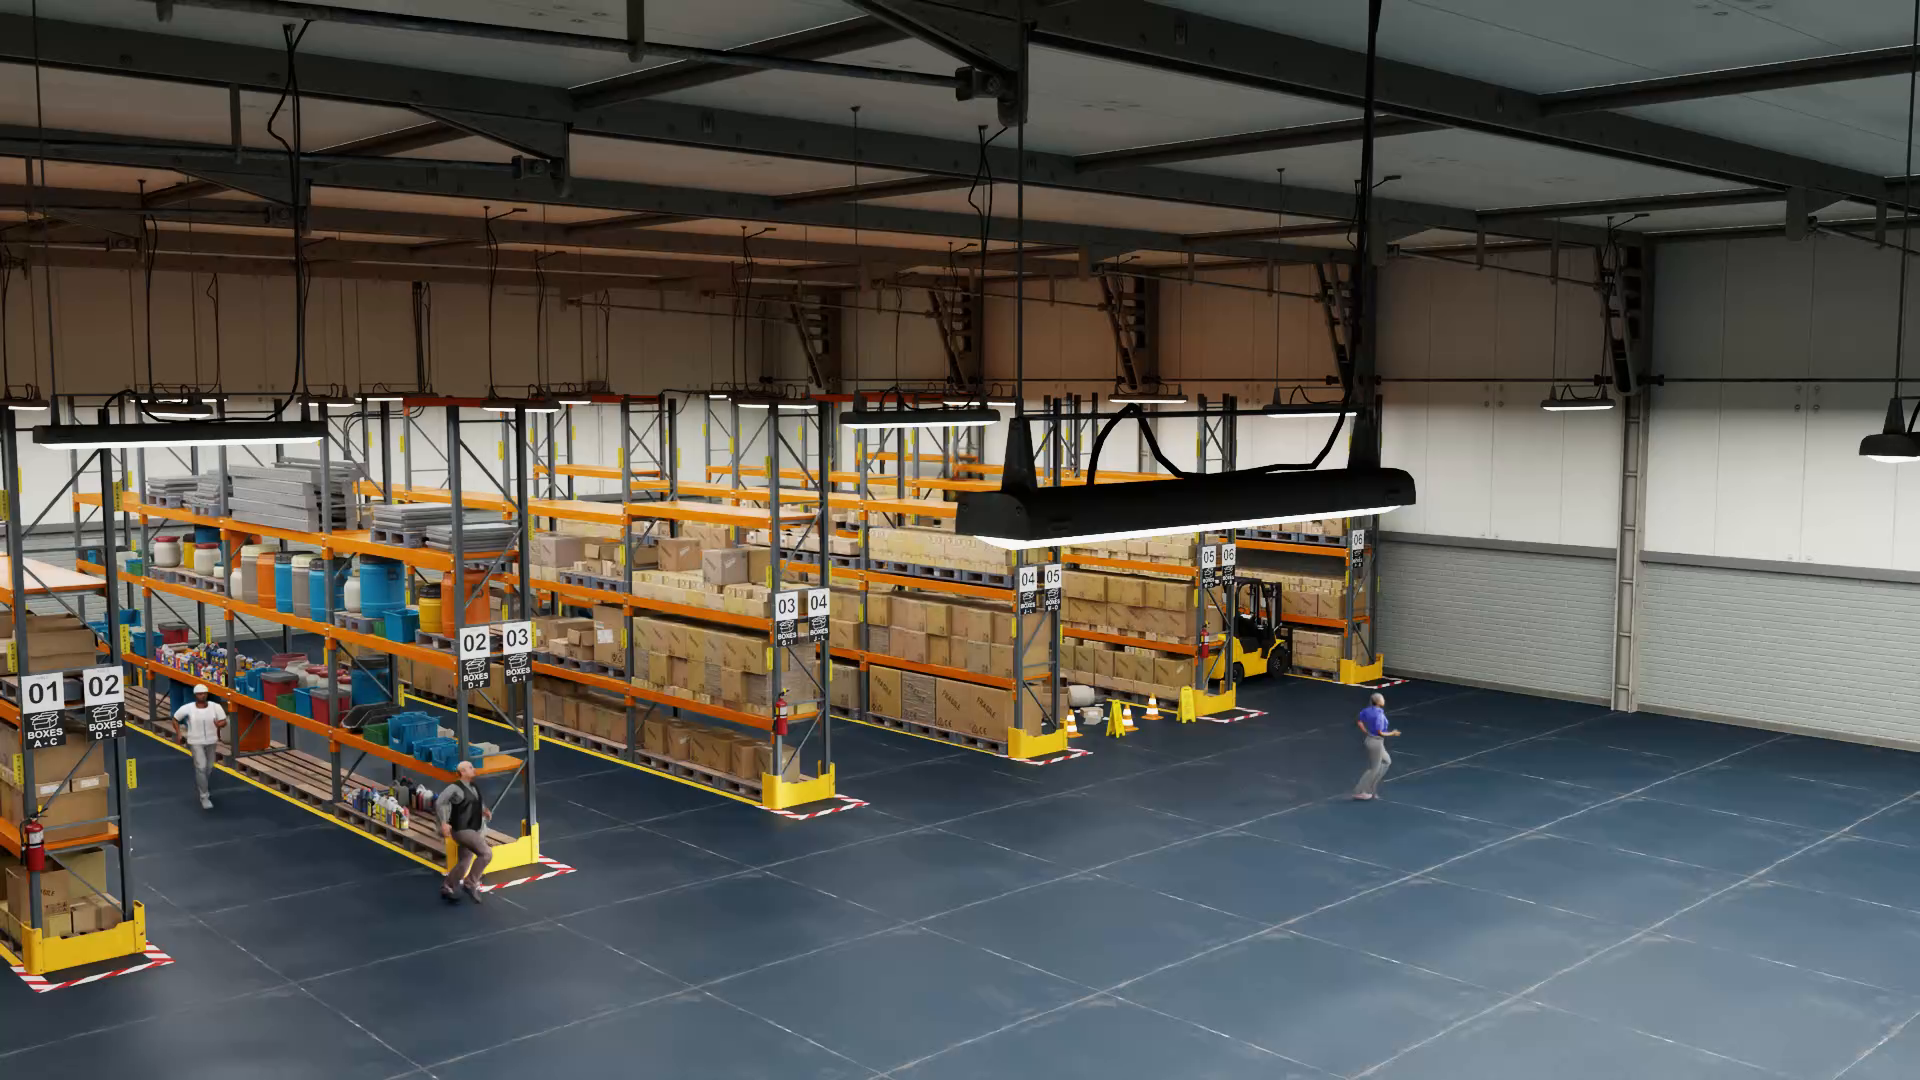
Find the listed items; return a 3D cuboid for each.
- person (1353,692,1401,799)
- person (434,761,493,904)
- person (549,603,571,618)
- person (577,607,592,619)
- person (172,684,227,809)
[{"bbox_3d":[6.261,3.105,24.998,0.681,1.662,0.548,0,6,-4],"label":"person"},{"bbox_3d":[-5.968,3.524,20.213,0.680,1.659,0.641,1,6,7],"label":"person"},{"bbox_3d":[-9.913,1.529,41.178,0.845,1.668,0.631,1,6,6],"label":"person"},{"bbox_3d":[-9.384,1.533,41.505,0.514,1.626,0.666,5,8,44],"label":"person"},{"bbox_3d":[-11.283,3.034,24.783,0.688,1.788,0.919,-5,8,-43],"label":"person"}]
